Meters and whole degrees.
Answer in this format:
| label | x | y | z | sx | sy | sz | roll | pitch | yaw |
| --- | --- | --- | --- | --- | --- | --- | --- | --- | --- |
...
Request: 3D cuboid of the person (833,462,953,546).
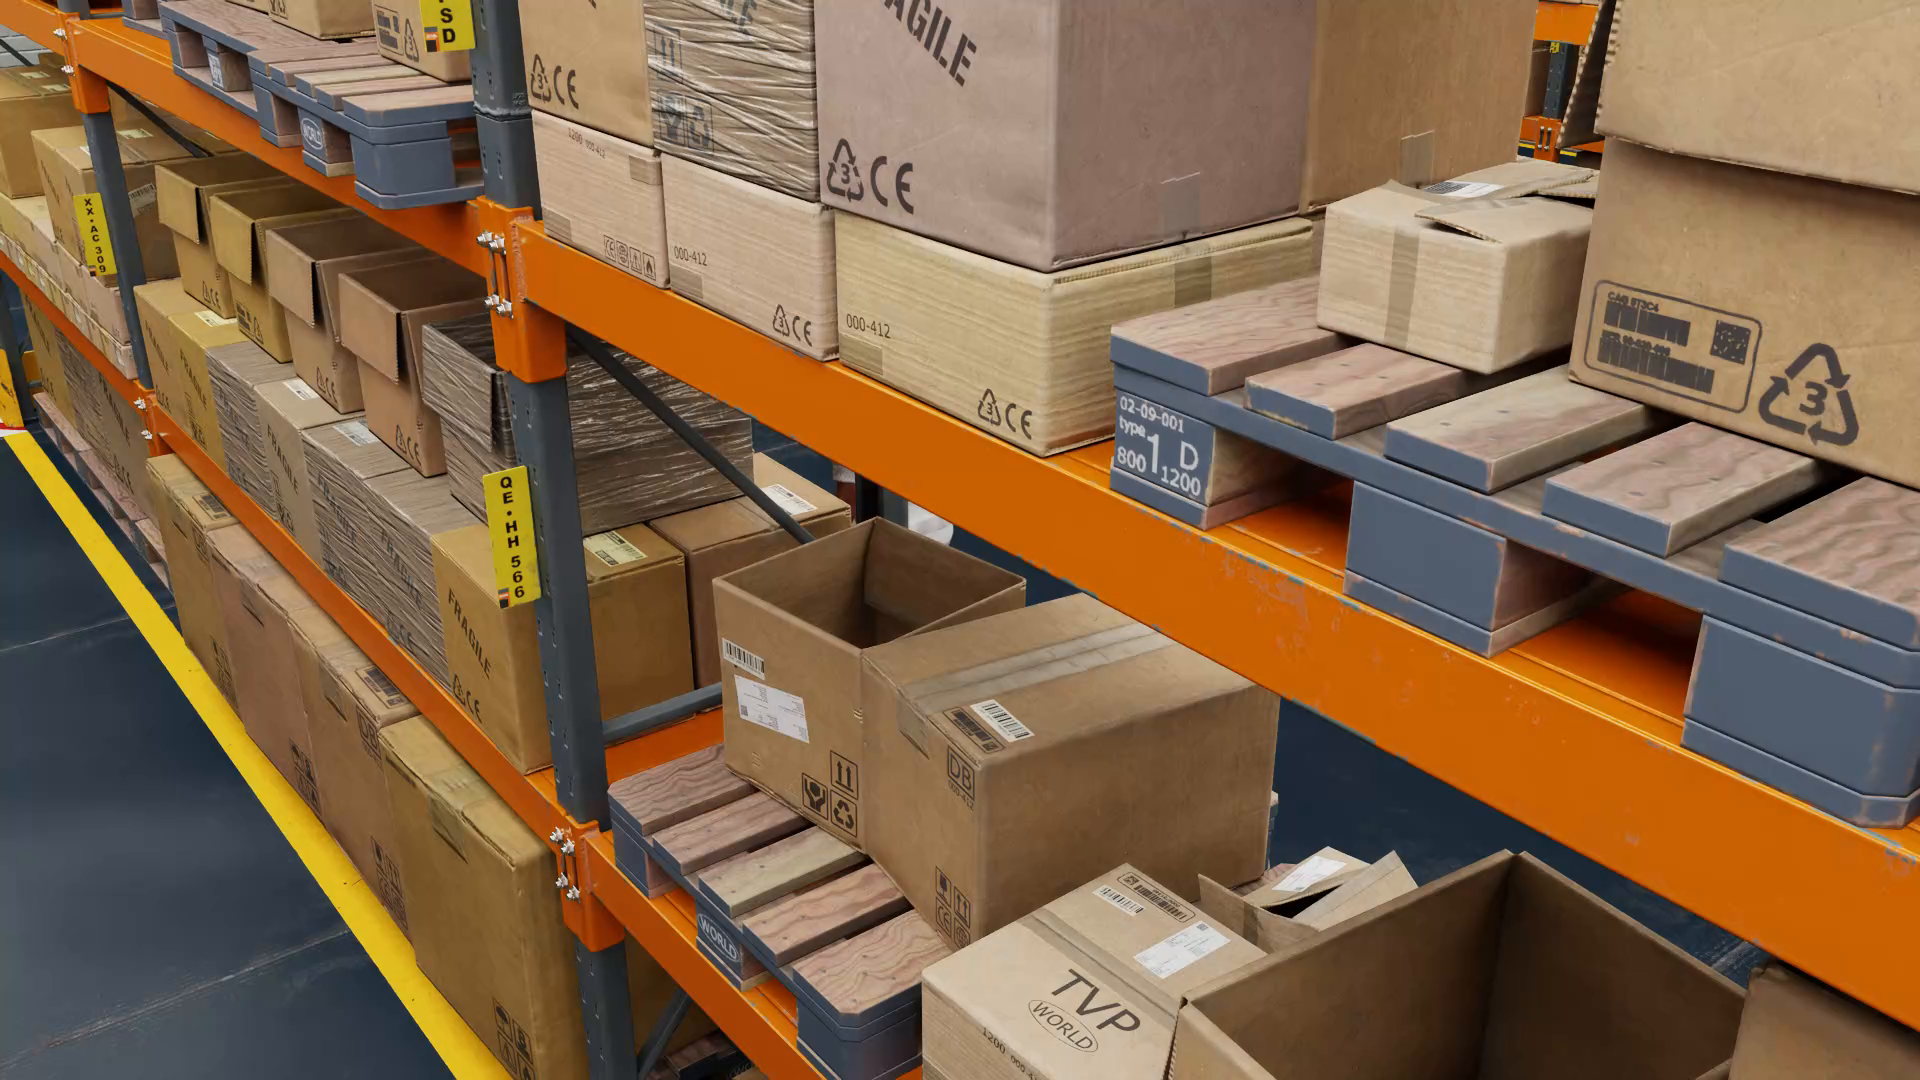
| label | x | y | z | sx | sy | sz | roll | pitch | yaw |
| --- | --- | --- | --- | --- | --- | --- | --- | --- | --- |
| person | -0.264 | -0.021 | 6.636 | 0.619 | 1.775 | 0.446 | -18 | 30 | -34 |
